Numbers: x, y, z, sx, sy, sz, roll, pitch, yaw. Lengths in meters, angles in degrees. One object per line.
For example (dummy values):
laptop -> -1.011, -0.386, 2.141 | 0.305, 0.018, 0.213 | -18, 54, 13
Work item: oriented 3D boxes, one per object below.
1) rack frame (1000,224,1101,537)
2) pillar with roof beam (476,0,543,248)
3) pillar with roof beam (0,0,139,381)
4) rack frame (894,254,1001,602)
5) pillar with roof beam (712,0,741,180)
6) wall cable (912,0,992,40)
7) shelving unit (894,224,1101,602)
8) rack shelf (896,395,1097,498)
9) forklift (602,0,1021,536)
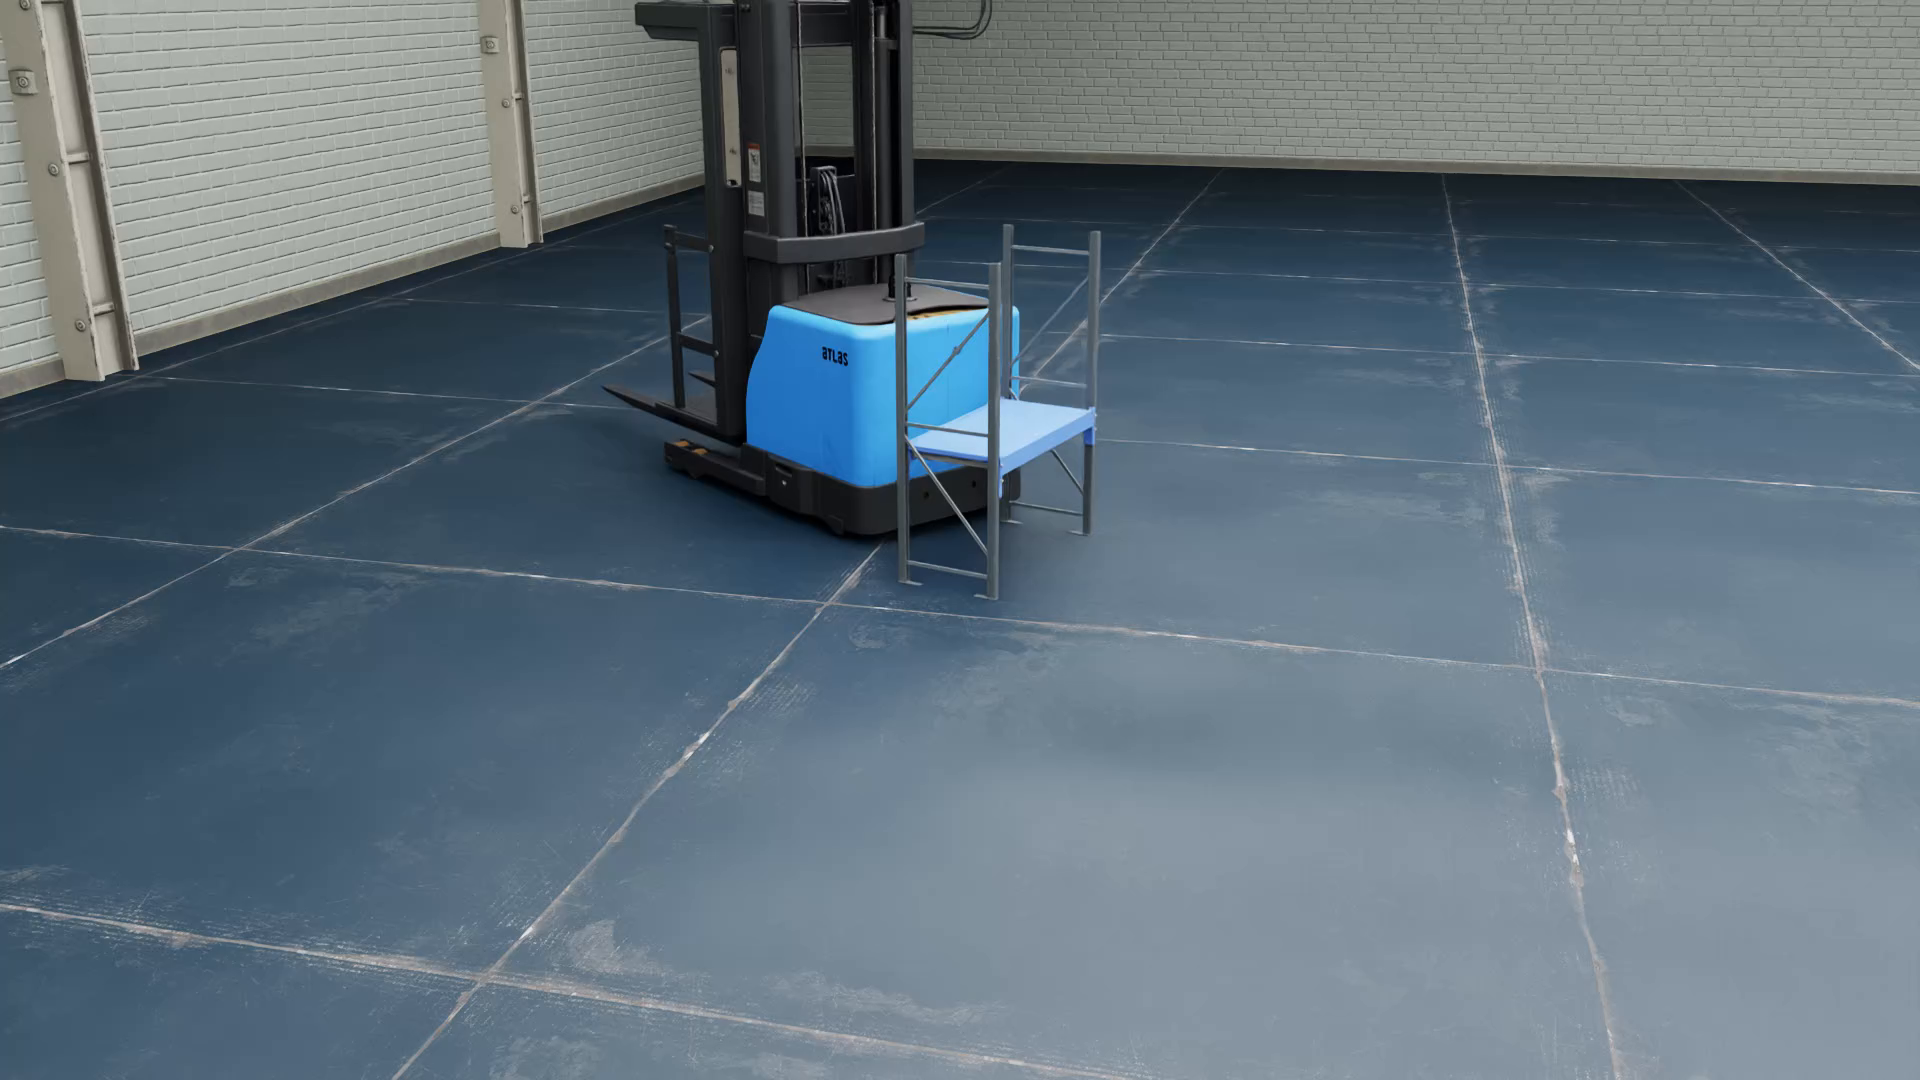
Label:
rack frame -> 0.433, -0.765, 8.108 | 0.500, 1.500, 0.032 | 10, 21, 27
pillar with roof beam -> -0.338, -6.957, 14.635 | 9.100, 9.000, 0.400 | 5, 19, 13
pillar with roof beam -> -1.804, -5.077, 9.129 | 9.100, 9.000, 0.400 | 5, 19, 13
rack frame -> -0.055, -0.477, 7.264 | 0.500, 1.500, 0.032 | 10, 21, 27
pillar with roof beam -> 1.128, -8.838, 20.141 | 9.100, 9.000, 0.400 | 5, 19, 13
wall cable -> -1.044, -8.527, 24.035 | 3.097, 2.526, 0.112 | 5, 19, 13
shelving unit -> 0.189, -0.621, 7.686 | 0.538, 1.500, 1.048 | 10, 21, 27
rack shelf -> 0.189, -0.451, 7.744 | 0.538, 0.185, 1.000 | 10, 21, 27
forklift -> -1.002, -1.816, 8.971 | 1.130, 2.935, 3.031 | -15, 24, -37
